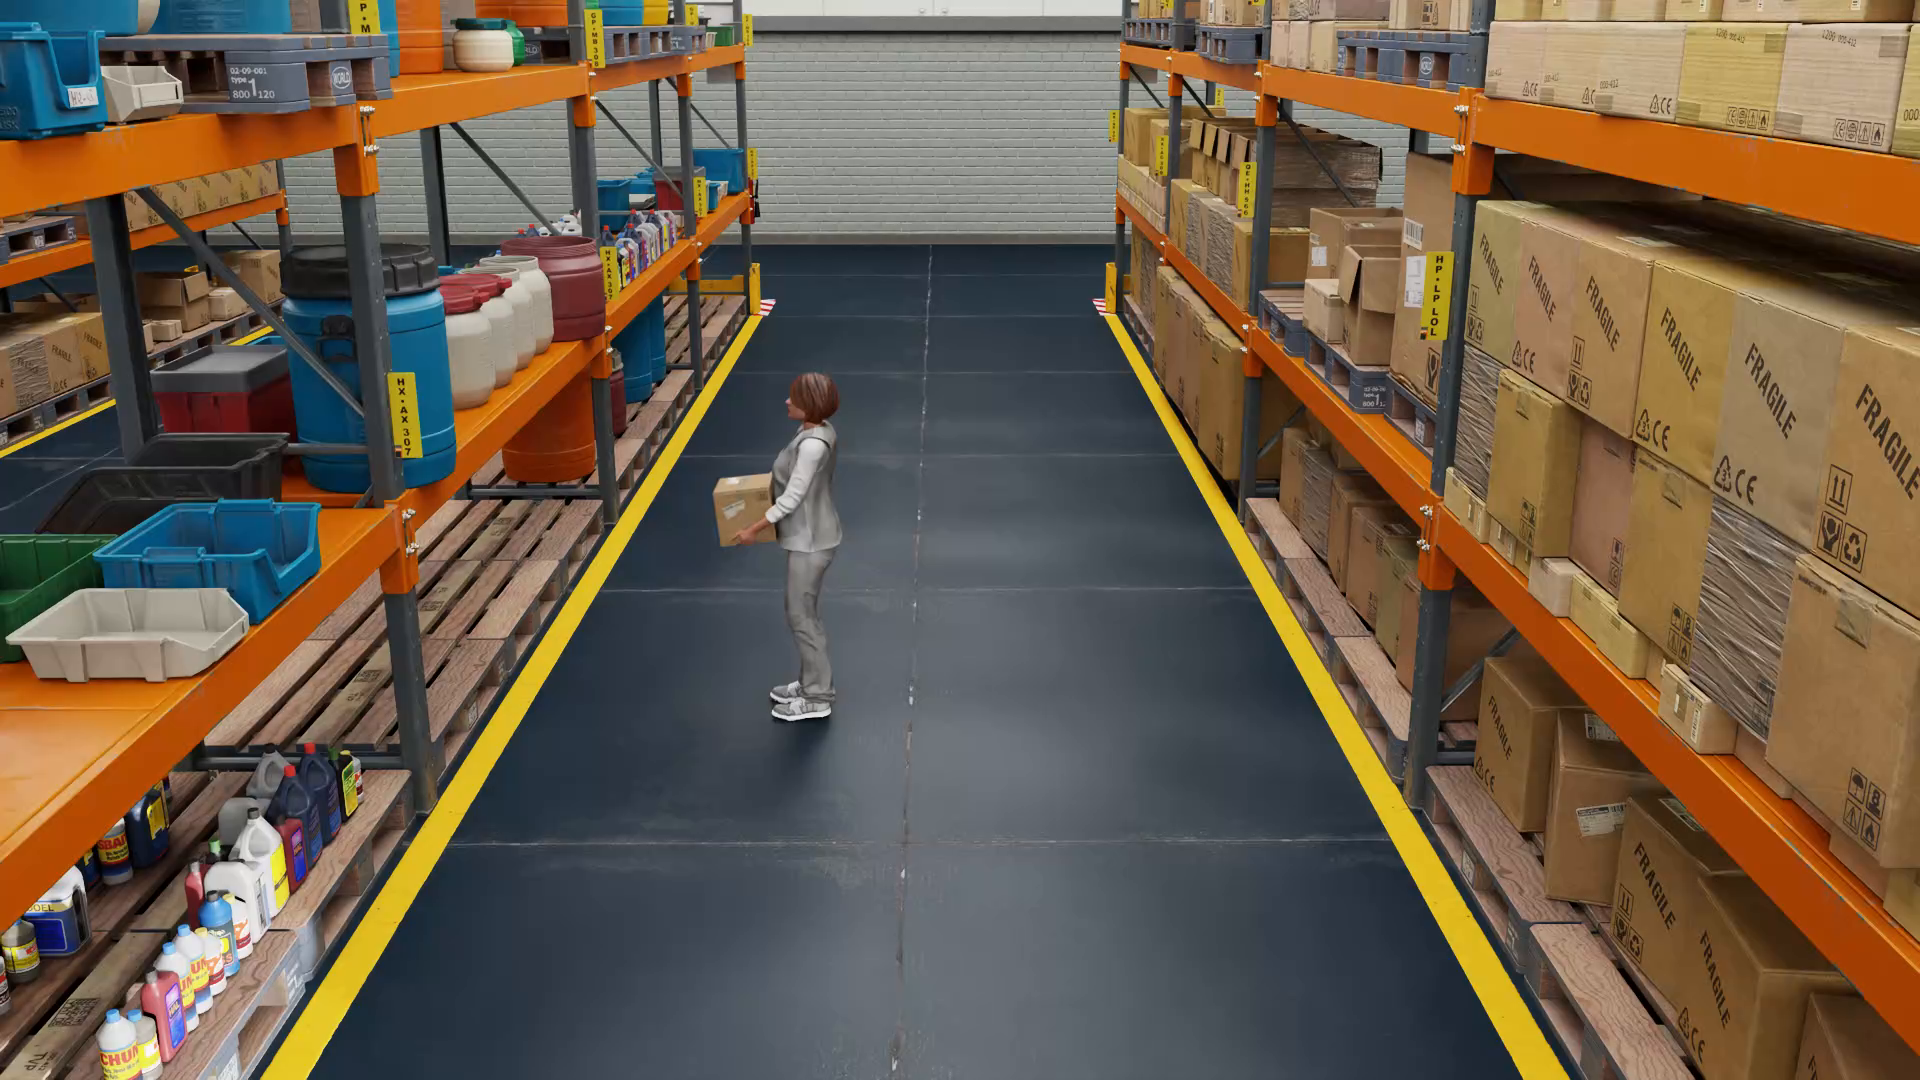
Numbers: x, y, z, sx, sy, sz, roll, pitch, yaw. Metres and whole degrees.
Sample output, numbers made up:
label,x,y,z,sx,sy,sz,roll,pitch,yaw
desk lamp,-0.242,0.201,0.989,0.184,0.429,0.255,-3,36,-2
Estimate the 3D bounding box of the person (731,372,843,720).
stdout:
label,x,y,z,sx,sy,sz,roll,pitch,yaw
person,-0.771,0.025,7.484,0.488,1.593,0.412,0,17,-1
